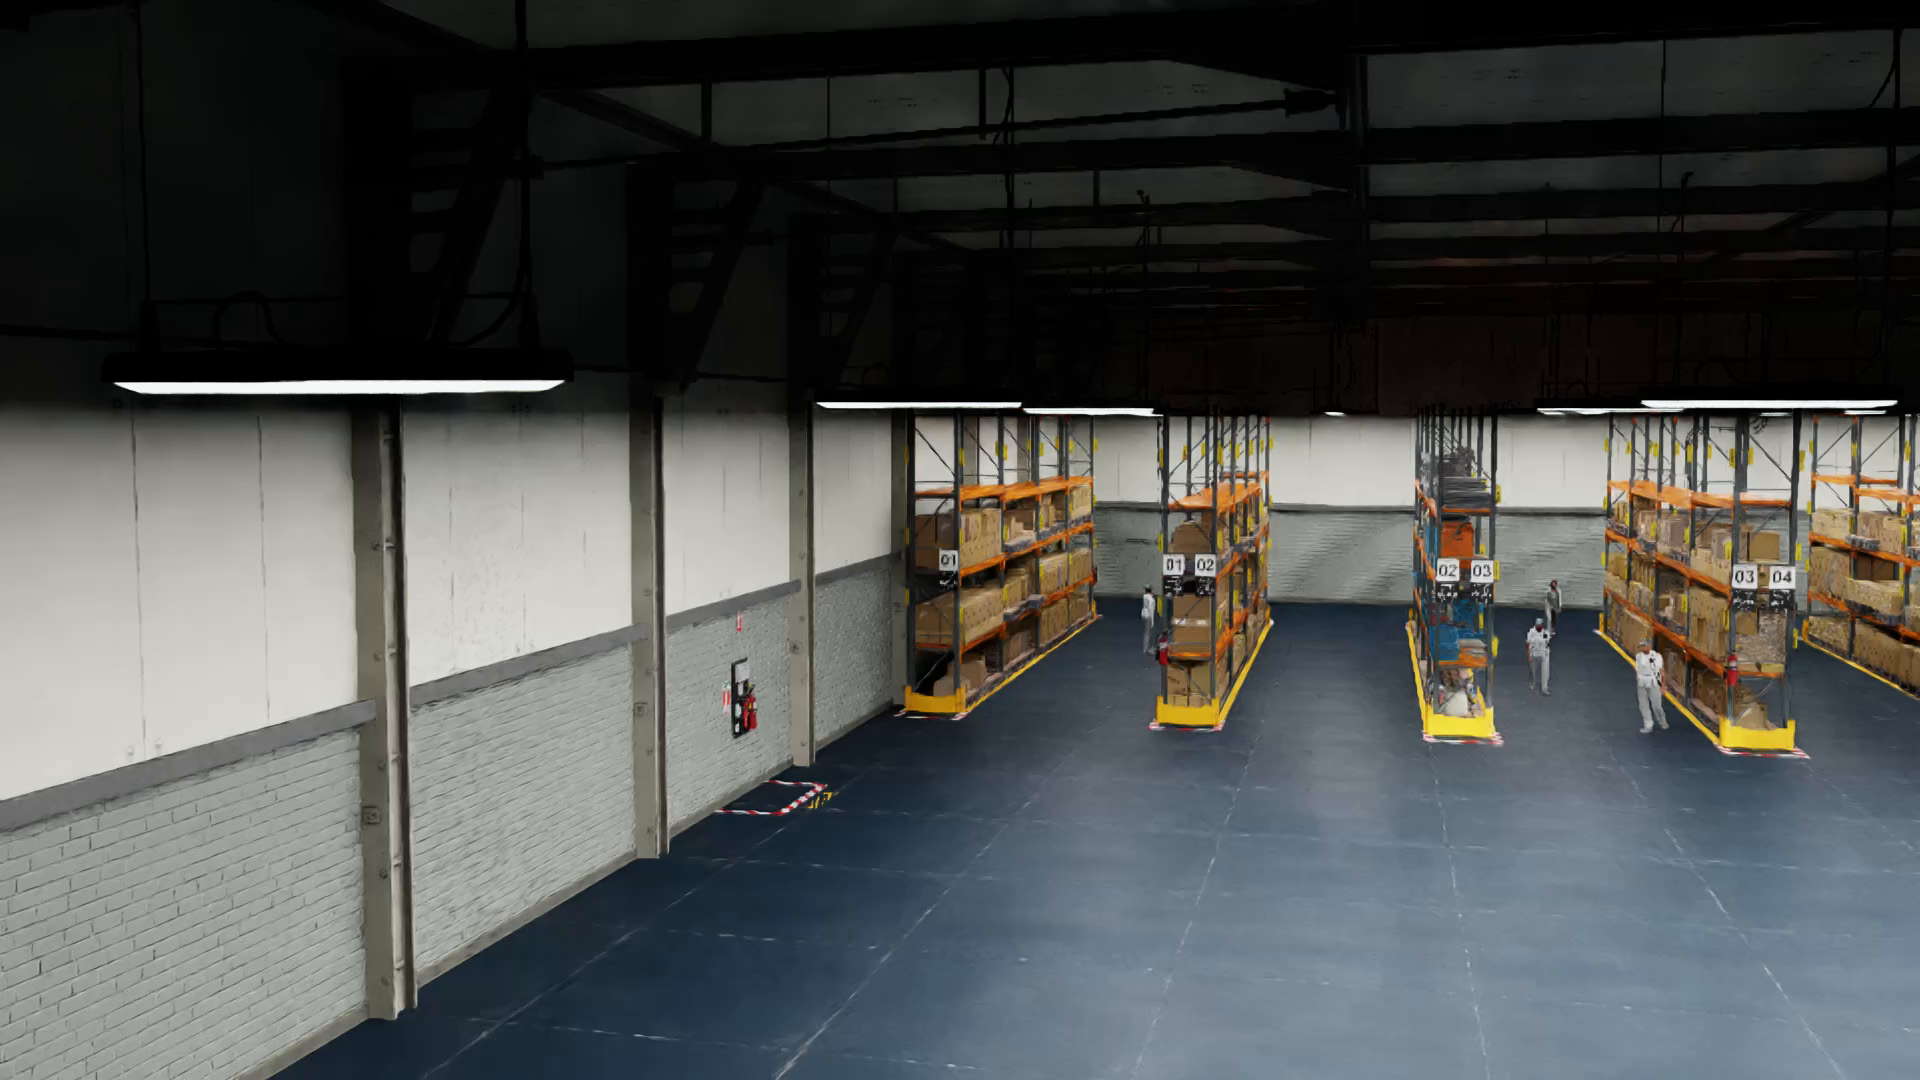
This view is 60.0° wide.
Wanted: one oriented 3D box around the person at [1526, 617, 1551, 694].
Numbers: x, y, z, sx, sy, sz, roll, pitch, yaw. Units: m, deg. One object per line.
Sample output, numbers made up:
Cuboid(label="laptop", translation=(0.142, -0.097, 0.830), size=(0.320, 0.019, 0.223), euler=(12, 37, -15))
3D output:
Cuboid(label="person", translation=(12.074, 2.391, 34.717), size=(0.497, 1.583, 1.090), euler=(1, 4, 16))

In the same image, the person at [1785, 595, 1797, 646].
Cuboid(label="person", translation=(20.507, 1.875, 41.487), size=(0.677, 1.674, 0.534), euler=(1, 4, 12))

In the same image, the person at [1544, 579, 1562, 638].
Cuboid(label="person", translation=(15.553, 1.778, 43.575), size=(0.415, 1.515, 1.041), euler=(1, 4, 11))

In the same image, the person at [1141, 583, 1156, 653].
Cuboid(label="person", translation=(4.654, 1.913, 40.708), size=(0.431, 1.672, 0.553), euler=(-1, 4, -16))

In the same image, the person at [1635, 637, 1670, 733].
Cuboid(label="person", translation=(12.656, 2.638, 30.399), size=(0.570, 1.748, 0.603), euler=(-3, 5, -39))
